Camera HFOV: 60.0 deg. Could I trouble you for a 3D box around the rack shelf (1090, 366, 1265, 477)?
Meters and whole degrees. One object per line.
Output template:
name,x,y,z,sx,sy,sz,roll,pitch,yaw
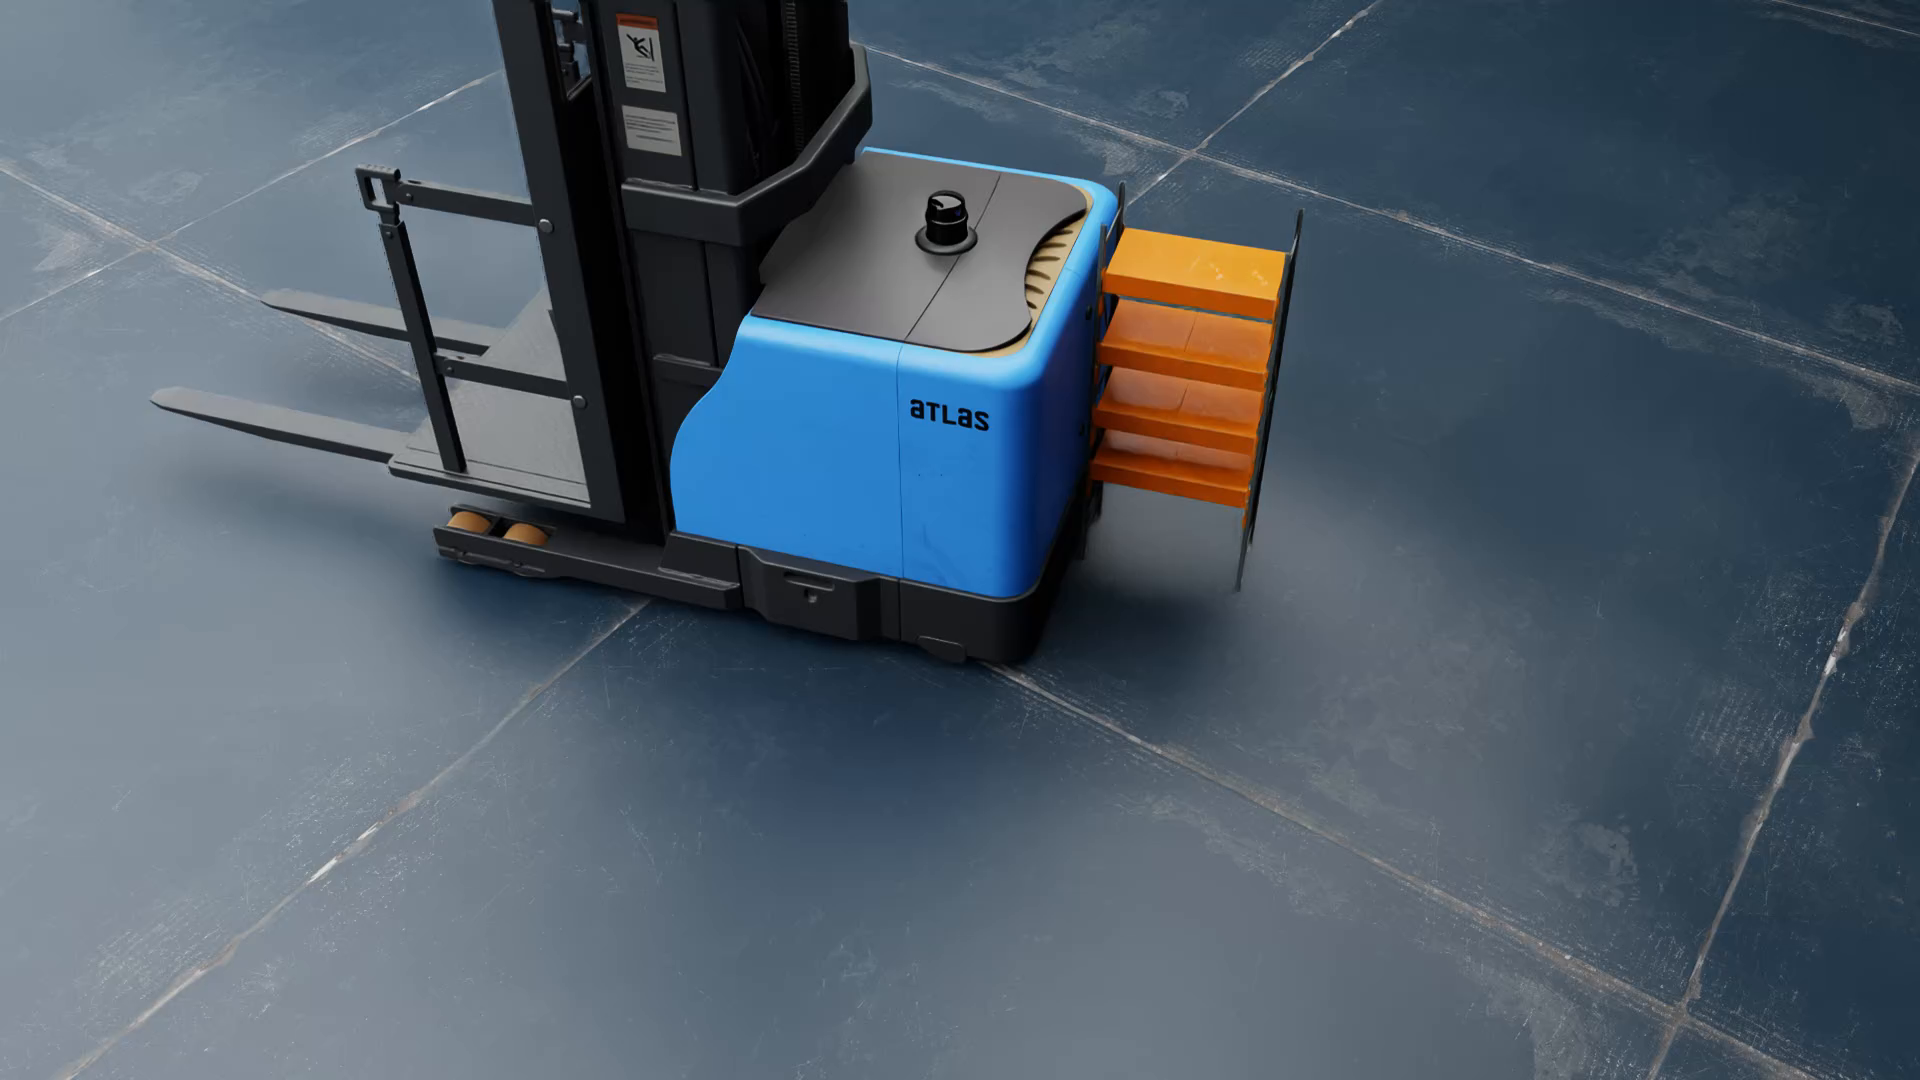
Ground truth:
rack shelf,0.645,-0.361,4.854,0.480,0.148,0.258,12,43,13

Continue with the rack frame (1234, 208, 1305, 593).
rack frame,0.878,-0.363,4.756,0.015,1.200,0.240,12,43,13

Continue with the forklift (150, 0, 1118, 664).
forklift,-1.104,-1.302,4.507,3.031,2.935,1.130,12,43,13

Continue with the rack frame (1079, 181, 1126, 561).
rack frame,0.412,-0.458,4.862,0.015,1.200,0.240,12,43,13

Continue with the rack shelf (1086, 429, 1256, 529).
rack shelf,0.645,-0.213,4.986,0.480,0.148,0.258,12,43,13

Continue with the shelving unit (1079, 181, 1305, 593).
shelving unit,0.645,-0.411,4.809,0.503,1.200,0.258,12,43,13

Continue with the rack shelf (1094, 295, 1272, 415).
rack shelf,0.645,-0.527,4.705,0.480,0.148,0.258,12,43,13

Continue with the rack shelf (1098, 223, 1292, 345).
rack shelf,0.645,-0.703,4.547,0.480,0.148,0.258,12,43,13
